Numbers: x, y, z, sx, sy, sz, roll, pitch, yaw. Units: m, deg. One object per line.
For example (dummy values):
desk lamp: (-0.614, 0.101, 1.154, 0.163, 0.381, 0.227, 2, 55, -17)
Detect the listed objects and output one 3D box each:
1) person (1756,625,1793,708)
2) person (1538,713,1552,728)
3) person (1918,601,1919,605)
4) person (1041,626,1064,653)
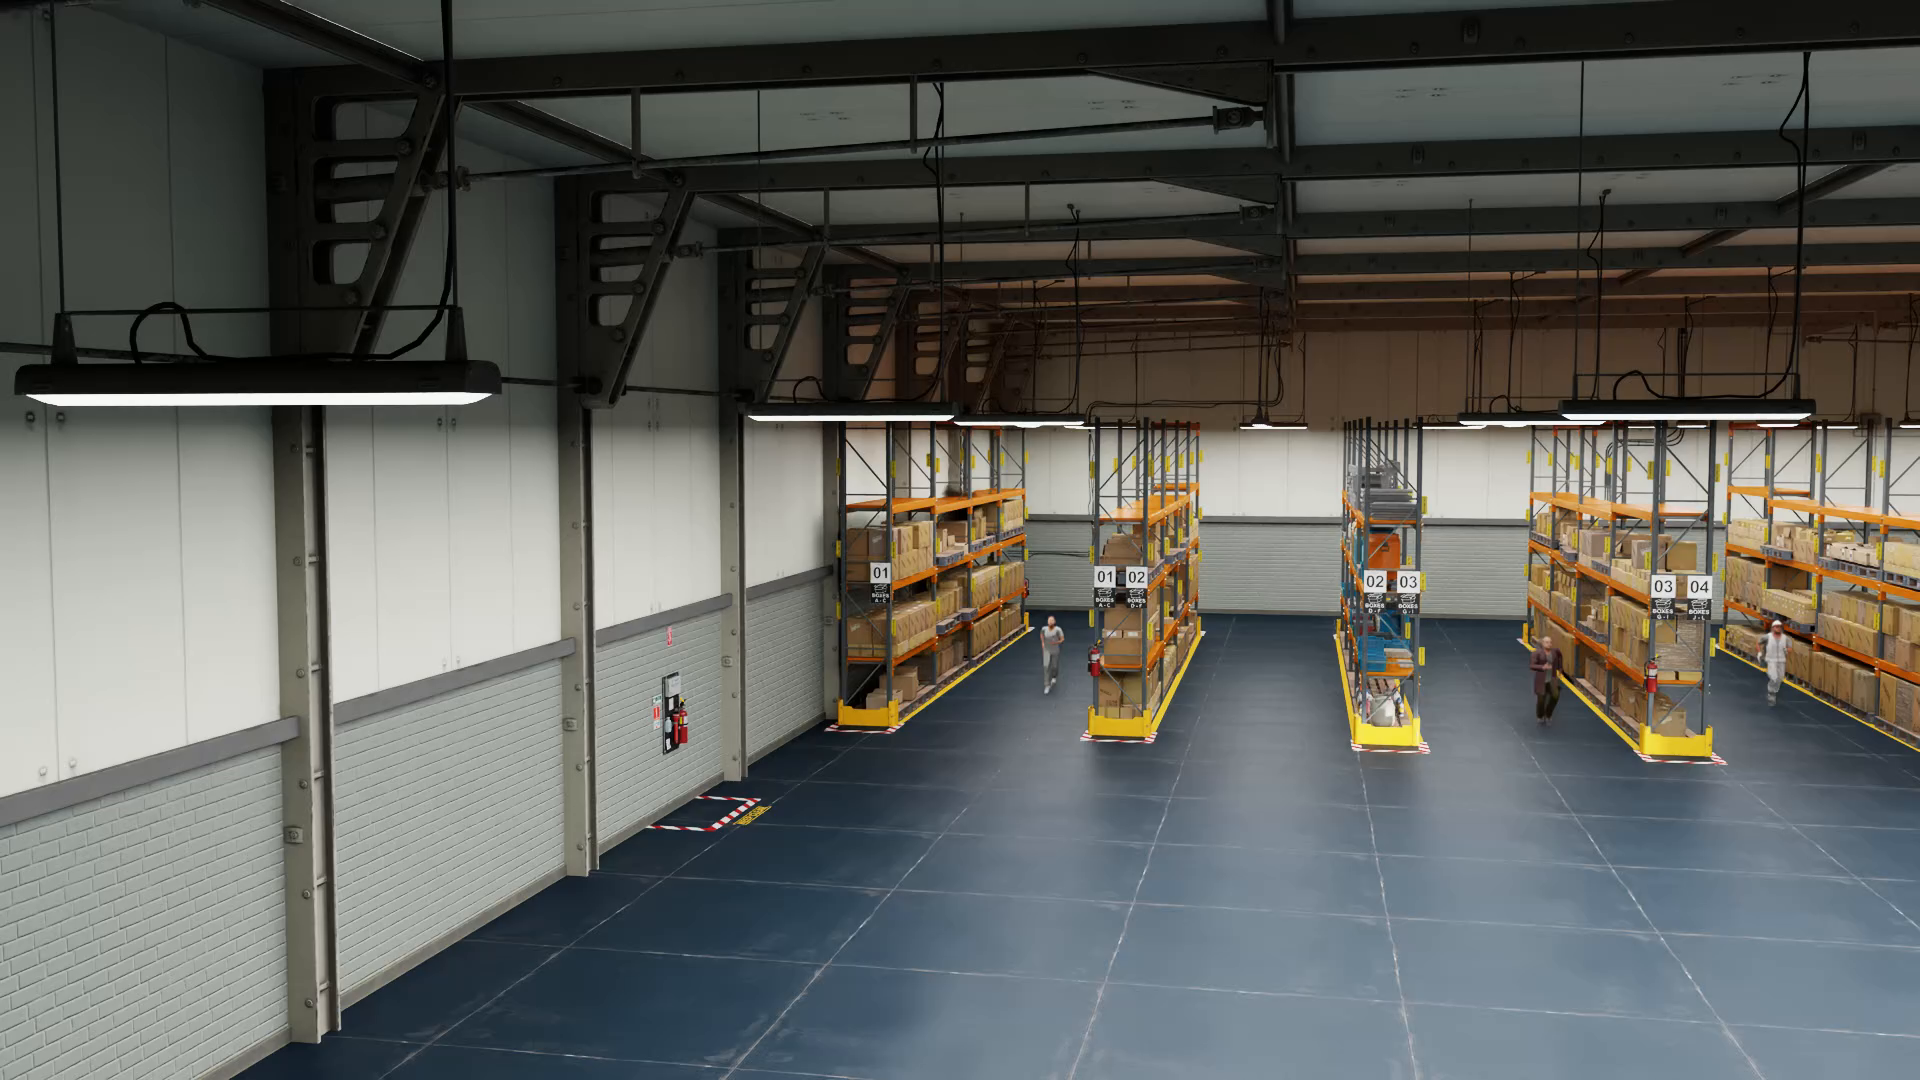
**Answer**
person: (16.979, 2.609, 34.631, 0.648, 1.775, 0.748, 0, 4, 6)
person: (11.378, 3.446, 32.456, 0.184, 0.339, 0.595, 0, 4, 0)
person: (25.792, 1.747, 44.433, 0.350, 0.594, 0.559, 3, 5, 35)
person: (2.044, 2.203, 36.788, 0.508, 0.591, 0.401, 0, 4, 5)
